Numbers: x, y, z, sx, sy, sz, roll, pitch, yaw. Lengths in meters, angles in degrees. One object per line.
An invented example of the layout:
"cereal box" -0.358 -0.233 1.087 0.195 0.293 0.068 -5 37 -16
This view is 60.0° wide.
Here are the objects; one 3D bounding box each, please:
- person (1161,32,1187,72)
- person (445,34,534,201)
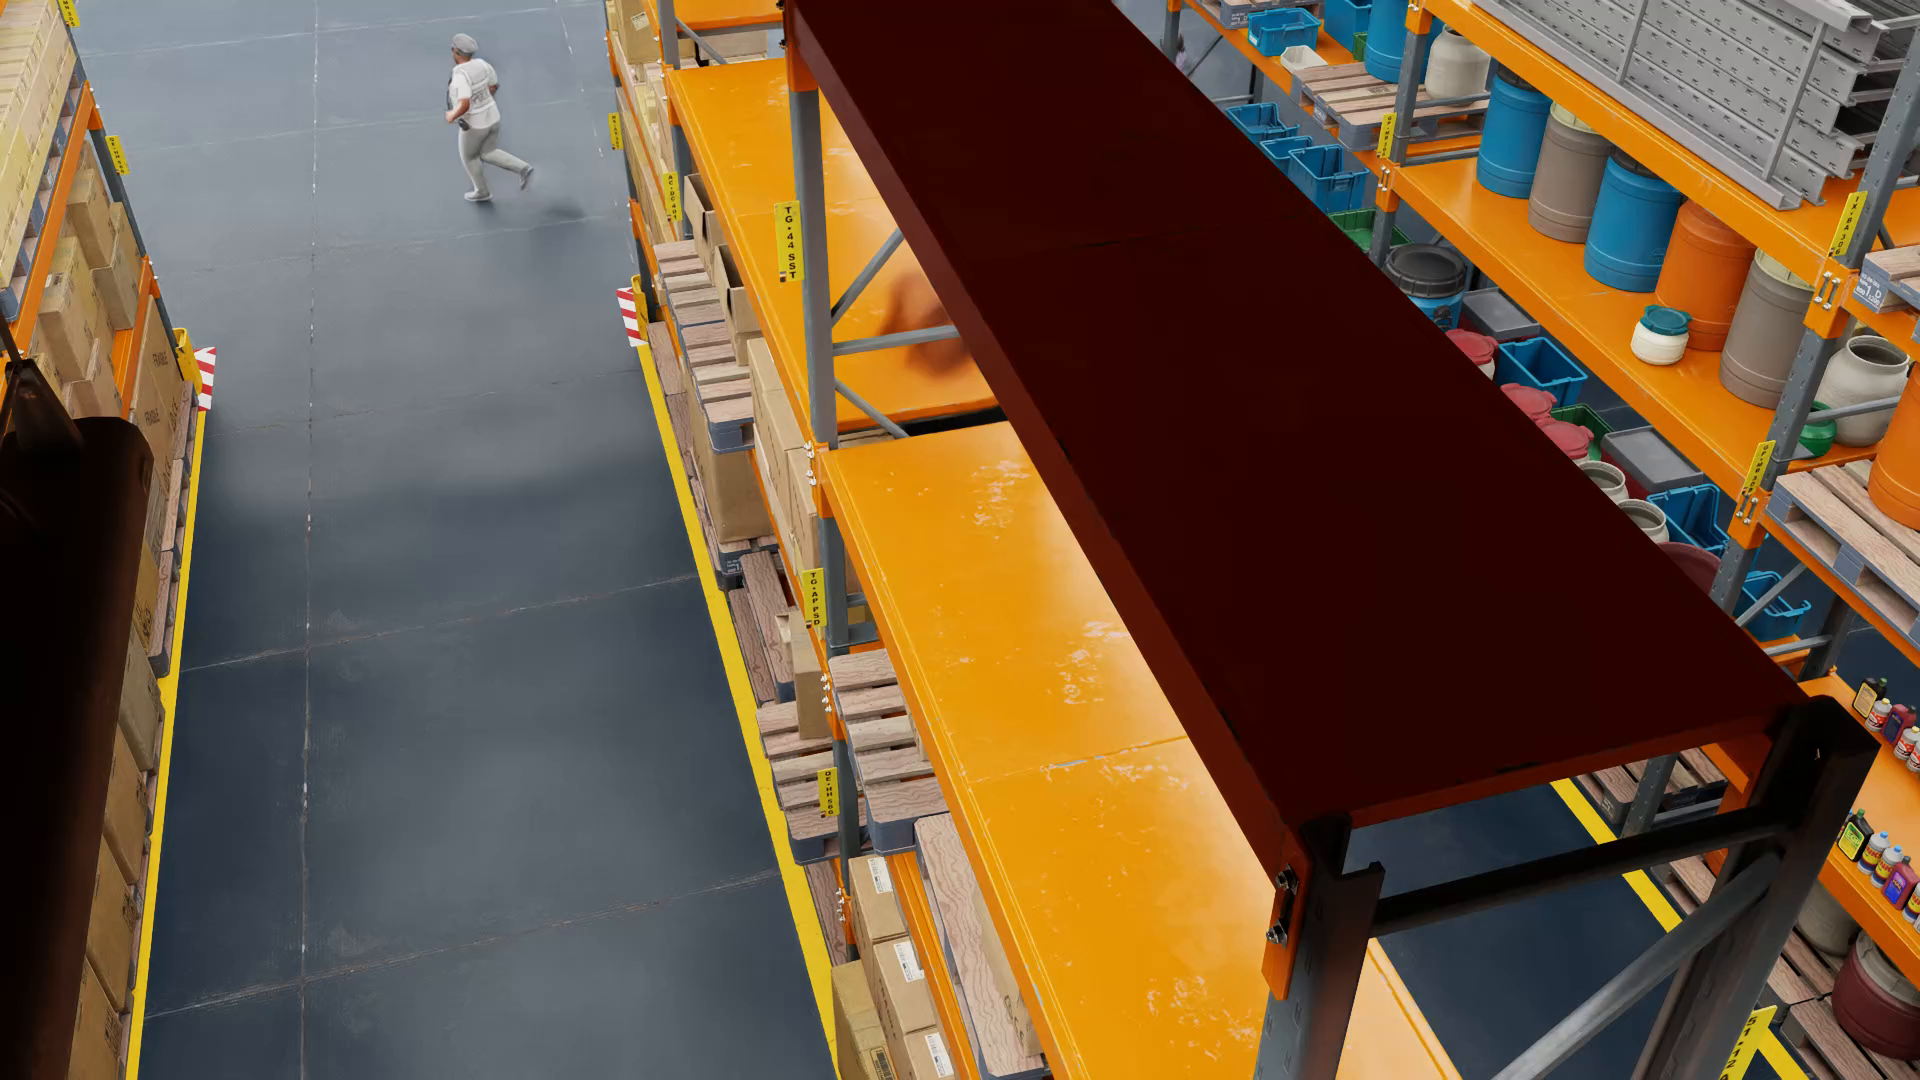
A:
"person" 2.093 -4.481 17.193 0.551 1.621 0.646 19 42 22
"person" -4.808 -4.197 16.735 0.782 1.776 0.668 13 40 16
